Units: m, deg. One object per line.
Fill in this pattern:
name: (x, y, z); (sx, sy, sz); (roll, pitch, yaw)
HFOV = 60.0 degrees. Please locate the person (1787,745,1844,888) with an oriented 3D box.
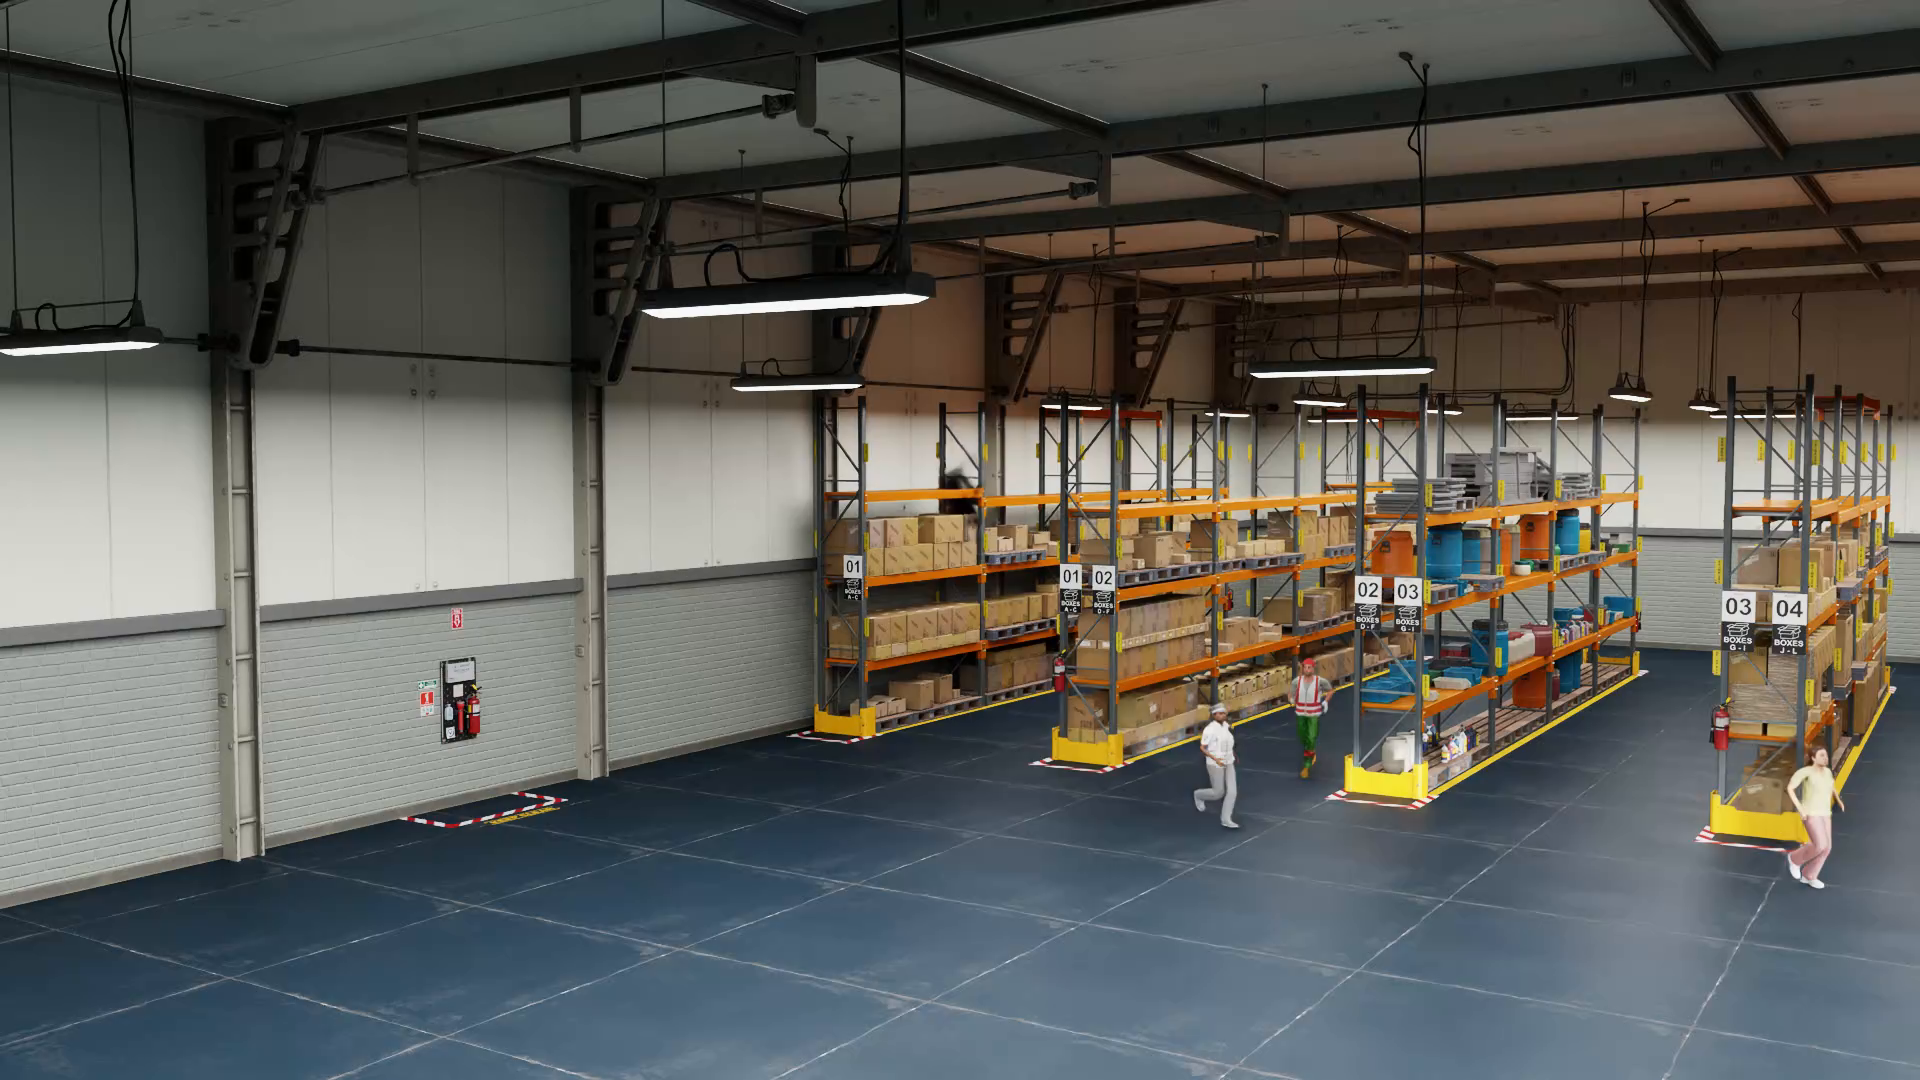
person: (9.886, 3.178, 19.211); (0.593, 1.638, 0.538); (-1, 3, -19)

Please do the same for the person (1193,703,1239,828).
person: (3.497, 3.005, 22.376); (0.593, 1.660, 0.768); (-2, 4, -33)

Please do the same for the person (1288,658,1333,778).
person: (5.415, 2.729, 25.839); (0.656, 1.786, 0.987); (2, 3, 27)
